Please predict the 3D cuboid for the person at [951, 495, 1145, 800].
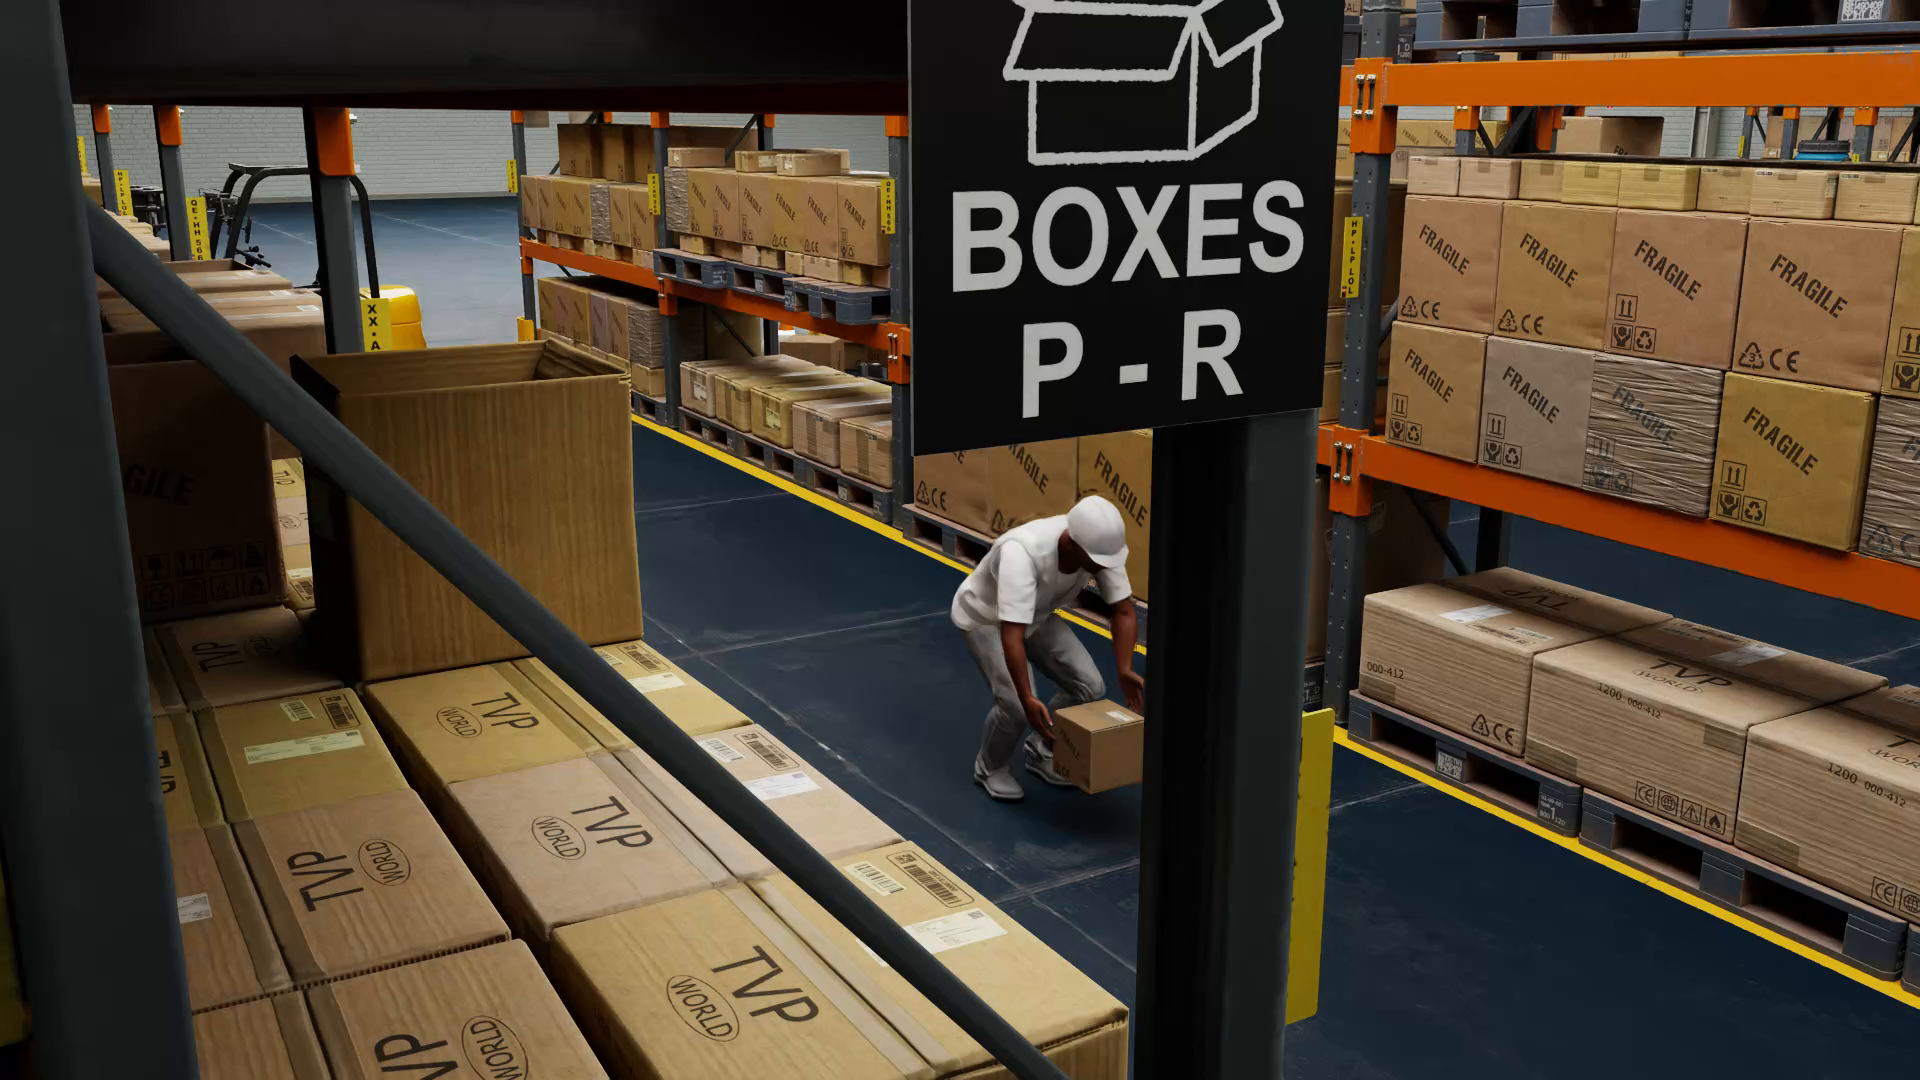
[{"bbox_3d":[0.346,0.385,6.502,0.626,1.260,0.823,-9,17,-30],"label":"person"}]
